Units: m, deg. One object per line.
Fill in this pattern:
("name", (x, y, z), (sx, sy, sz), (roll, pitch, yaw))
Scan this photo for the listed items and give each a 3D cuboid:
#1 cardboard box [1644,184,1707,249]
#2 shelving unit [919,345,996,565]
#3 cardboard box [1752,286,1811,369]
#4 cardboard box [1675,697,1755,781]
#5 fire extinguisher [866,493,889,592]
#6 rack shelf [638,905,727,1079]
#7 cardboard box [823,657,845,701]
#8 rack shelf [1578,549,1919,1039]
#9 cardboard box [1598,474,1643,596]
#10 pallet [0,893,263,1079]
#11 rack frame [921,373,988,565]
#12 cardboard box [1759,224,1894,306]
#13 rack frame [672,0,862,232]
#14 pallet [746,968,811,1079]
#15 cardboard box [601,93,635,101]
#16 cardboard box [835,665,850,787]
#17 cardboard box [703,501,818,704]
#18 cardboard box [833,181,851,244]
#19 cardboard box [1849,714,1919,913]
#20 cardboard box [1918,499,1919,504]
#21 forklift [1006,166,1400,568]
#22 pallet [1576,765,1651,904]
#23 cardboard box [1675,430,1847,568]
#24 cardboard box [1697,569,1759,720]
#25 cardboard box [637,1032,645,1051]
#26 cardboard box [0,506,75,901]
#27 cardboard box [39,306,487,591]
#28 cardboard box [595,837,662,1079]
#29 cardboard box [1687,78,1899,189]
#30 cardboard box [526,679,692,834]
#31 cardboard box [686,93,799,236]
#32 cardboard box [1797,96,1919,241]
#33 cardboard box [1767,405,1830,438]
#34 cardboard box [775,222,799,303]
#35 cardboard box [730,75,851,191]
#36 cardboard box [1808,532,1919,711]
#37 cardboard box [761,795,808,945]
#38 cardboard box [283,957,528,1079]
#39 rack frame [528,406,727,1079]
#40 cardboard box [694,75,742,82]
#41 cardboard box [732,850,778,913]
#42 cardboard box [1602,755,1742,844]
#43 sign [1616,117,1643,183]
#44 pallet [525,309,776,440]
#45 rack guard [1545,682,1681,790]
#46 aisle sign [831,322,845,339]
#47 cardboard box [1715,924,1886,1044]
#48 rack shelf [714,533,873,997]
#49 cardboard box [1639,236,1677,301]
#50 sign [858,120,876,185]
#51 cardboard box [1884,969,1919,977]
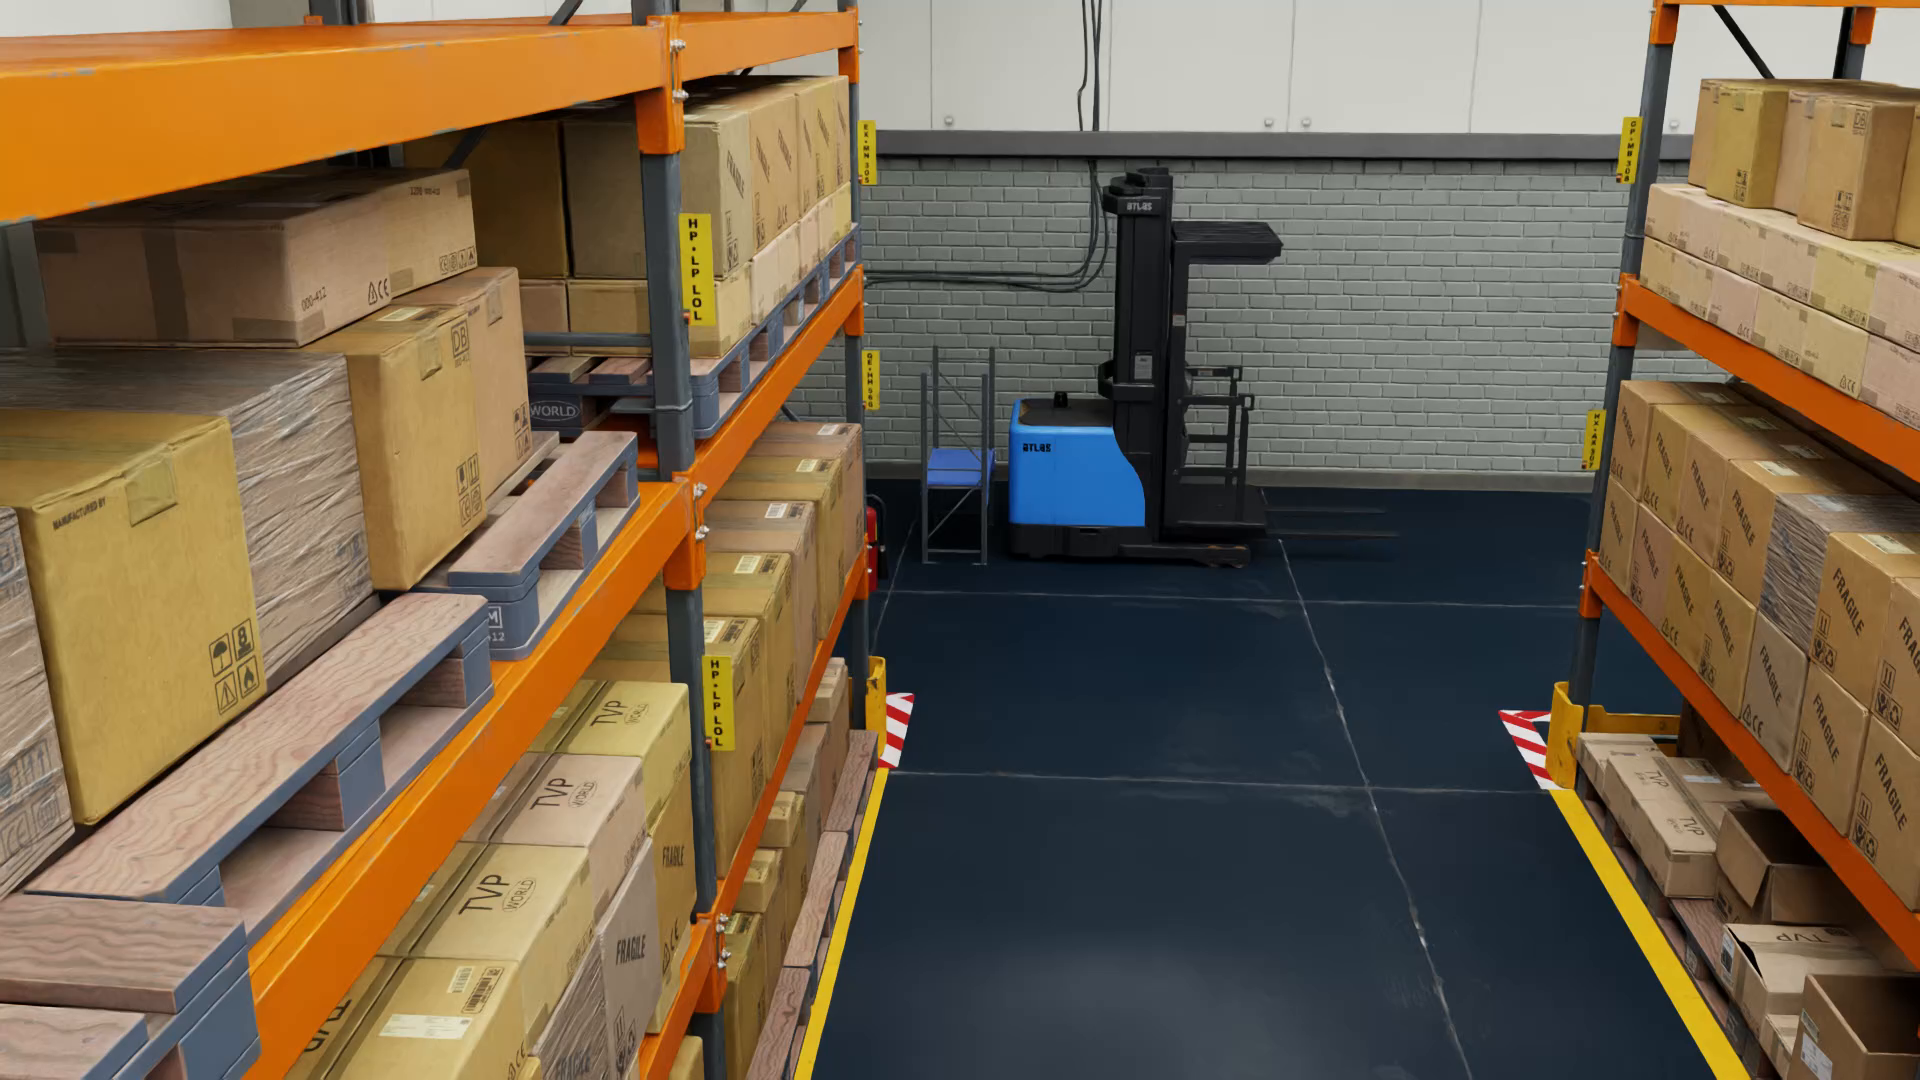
("cardboard box", (3.618, -1.548, 7.950), (0.500, 0.250, 0.500), (1, 18, 4))
("shelving unit", (-0.006, -0.686, 13.109), (0.538, 1.500, 1.048), (1, 18, 4))
("cardboard box", (3.512, -0.844, 6.606), (0.500, 0.250, 0.500), (1, 18, 4))
("cardboard box", (4.122, 1.043, 8.729), (0.500, 0.500, 0.500), (1, 18, 4))
("fire extinguisher", (-0.555, -0.042, 9.456), (0.296, 0.674, 0.183), (1, 18, 4))
("rack shelf", (-1.456, 1.986, 3.699), (1.077, 0.370, 4.000), (1, 18, 4))
("cardboard box", (-0.804, 0.725, 8.693), (0.380, 0.149, 0.250), (1, 18, 3))
("rack shelf", (3.771, 0.853, 7.157), (1.077, 0.370, 4.000), (1, 18, 4))
("cardboard box", (3.620, -0.025, 8.522), (0.500, 0.500, 0.500), (2, 18, 5))
("pallet", (-1.607, 0.729, 1.868), (1.213, 0.211, 1.003), (2, 18, 6))
("rack frame", (-0.043, -0.528, 12.627), (0.500, 1.500, 0.032), (1, 18, 4))
("cardboard box", (3.506, -1.082, 6.528), (0.500, 0.250, 0.500), (1, 18, 4))
("rack frame", (-1.026, -3.070, 8.340), (1.000, 3.000, 0.127), (1, 18, 4))
("pallet", (-1.181, 2.114, 6.633), (1.003, 0.211, 1.213), (1, 18, 4))
("cardboard box", (-1.444, -1.480, 6.507), (0.500, 0.500, 0.500), (1, 18, 2))
("cardboard box", (-0.977, 0.989, 8.928), (0.700, 0.500, 0.500), (1, 18, 4))
("cardboard box", (-1.158, 0.260, 7.331), (0.980, 0.700, 0.700), (0, 18, 1))
("cardboard box", (-0.814, -1.587, 8.038), (0.500, 0.250, 0.500), (2, 18, 6))
("cardboard box", (3.408, 0.924, 5.625), (0.500, 0.500, 0.500), (2, 18, 5))
("cardboard box", (4.016, 0.150, 6.382), (0.500, 0.500, 0.500), (1, 18, 2))
("forklift", (1.902, -1.350, 12.837), (3.031, 2.935, 1.130), (1, 18, 4))
("pallet", (3.853, 1.487, 8.547), (1.003, 0.211, 1.213), (1, 18, 4))
("cardboard box", (3.549, -0.183, 7.397), (0.500, 0.500, 0.500), (2, 18, 5))
("cardboard box", (3.512, 0.446, 7.084), (0.500, 0.500, 0.500), (2, 18, 5))
("cardboard box", (-1.113, 1.403, 4.696), (0.380, 0.149, 0.250), (2, 18, 6))
("cardboard box", (-1.637, 0.266, 2.110), (0.700, 0.500, 0.500), (0, 18, 1))
("cardboard box", (-1.461, -0.214, 3.573), (0.700, 0.500, 0.500), (1, 18, 3))
("cardboard box", (-1.121, 1.132, 4.479), (0.500, 0.500, 0.500), (1, 18, 4))
("cardboard box", (3.894, -1.898, 7.814), (0.700, 0.500, 0.500), (1, 18, 4))
("cardboard box", (-1.091, 0.619, 4.841), (0.500, 0.250, 0.500), (2, 18, 5))
("cardboard box", (-0.922, -1.463, 6.455), (0.500, 0.500, 0.500), (1, 18, 4))
("cardboard box", (3.716, -1.434, 6.397), (0.700, 0.500, 0.500), (1, 18, 4))
("cardboard box", (4.122, -0.331, 7.850), (0.500, 0.500, 0.500), (2, 18, 5))
("cardboard box", (-0.920, -1.104, 6.564), (0.500, 0.250, 0.500), (1, 18, 2))
("cardboard box", (-0.807, -1.943, 7.921), (0.500, 0.500, 0.500), (1, 18, 4))
("cardboard box", (3.440, 0.288, 5.961), (0.500, 0.500, 0.500), (1, 18, 3))
("cardboard box", (-1.079, 1.466, 7.471), (0.700, 0.500, 0.500), (2, 18, 5))
("cardboard box", (-1.210, 1.095, 3.391), (0.500, 0.250, 0.500), (1, 18, 3))
("rack frame", (-1.313, 1.023, 5.483), (1.000, 3.000, 0.127), (1, 18, 4))
("cardboard box", (-1.320, -1.955, 7.958), (0.500, 0.500, 0.500), (1, 18, 2))
("cardboard box", (-0.951, 1.371, 6.720), (0.380, 0.149, 0.250), (2, 18, 6))
("cardboard box", (3.557, 1.306, 8.330), (0.500, 0.250, 0.500), (1, 18, 4))
("sign", (3.374, -1.963, 8.374), (0.100, 0.325, 0.005), (1, 18, 4))
("pallet", (-1.244, -0.614, 5.805), (1.003, 0.211, 1.213), (1, 18, 4))
("rack guard", (3.909, 1.102, 9.258), (1.175, 0.500, 0.348), (1, 18, 4))
("aisle sign", (-0.722, -1.470, 8.917), (0.394, 0.787, 0.004), (1, 18, 4))
("cardboard box", (3.440, 1.785, 6.770), (0.500, 0.311, 0.500), (1, 18, 4))
("rack shelf", (-1.170, 0.744, 7.491), (1.077, 0.370, 4.000), (1, 18, 4))
("cardboard box", (3.624, -1.310, 8.027), (0.500, 0.250, 0.500), (1, 18, 4))
("sign", (-0.486, -2.011, 8.632), (0.100, 0.325, 0.005), (1, 18, 4))
("cardboard box", (3.926, 1.876, 6.726), (0.380, 0.166, 0.250), (1, 18, 4))
